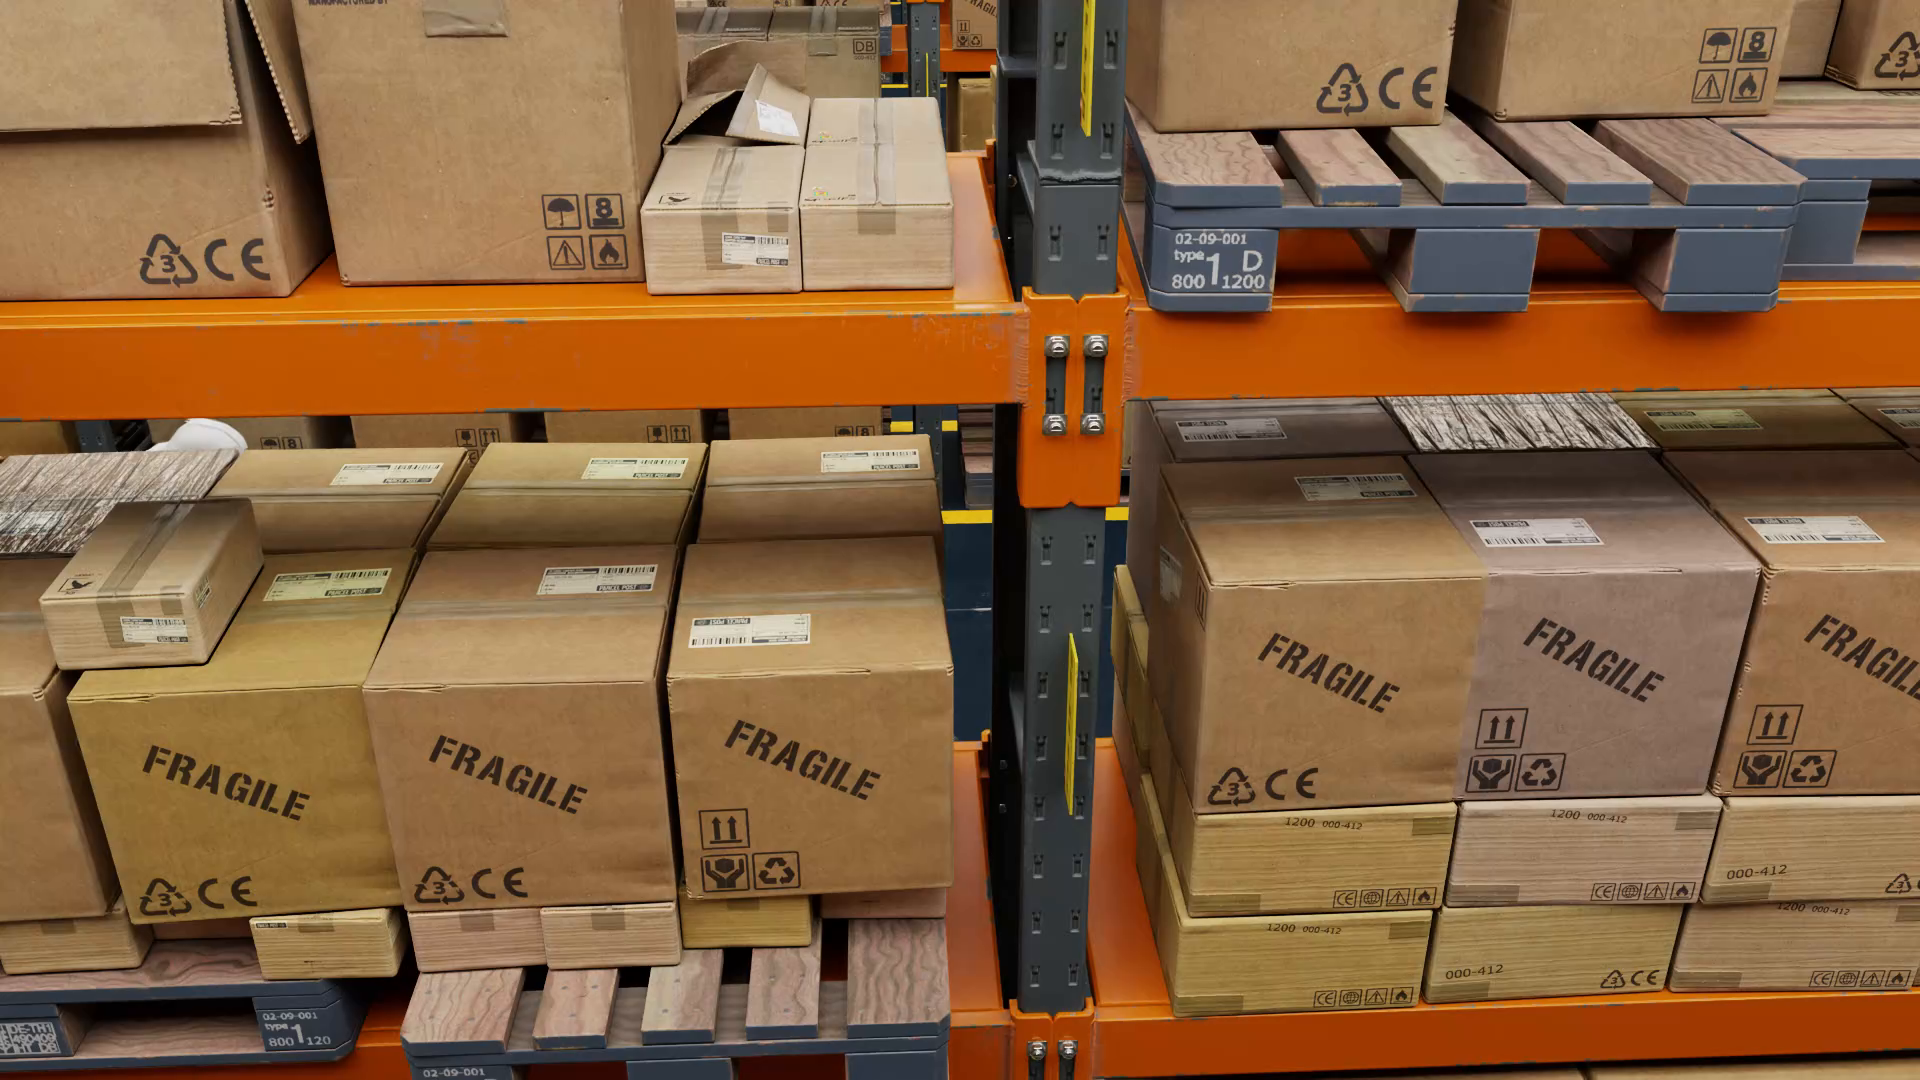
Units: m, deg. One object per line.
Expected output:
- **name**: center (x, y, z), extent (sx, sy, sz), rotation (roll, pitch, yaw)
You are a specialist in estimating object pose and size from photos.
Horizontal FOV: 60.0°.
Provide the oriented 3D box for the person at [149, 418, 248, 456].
- **person**: center (-2.241, 0.454, 5.188), extent (0.396, 1.794, 0.539), rotation (-4, 28, -8)
